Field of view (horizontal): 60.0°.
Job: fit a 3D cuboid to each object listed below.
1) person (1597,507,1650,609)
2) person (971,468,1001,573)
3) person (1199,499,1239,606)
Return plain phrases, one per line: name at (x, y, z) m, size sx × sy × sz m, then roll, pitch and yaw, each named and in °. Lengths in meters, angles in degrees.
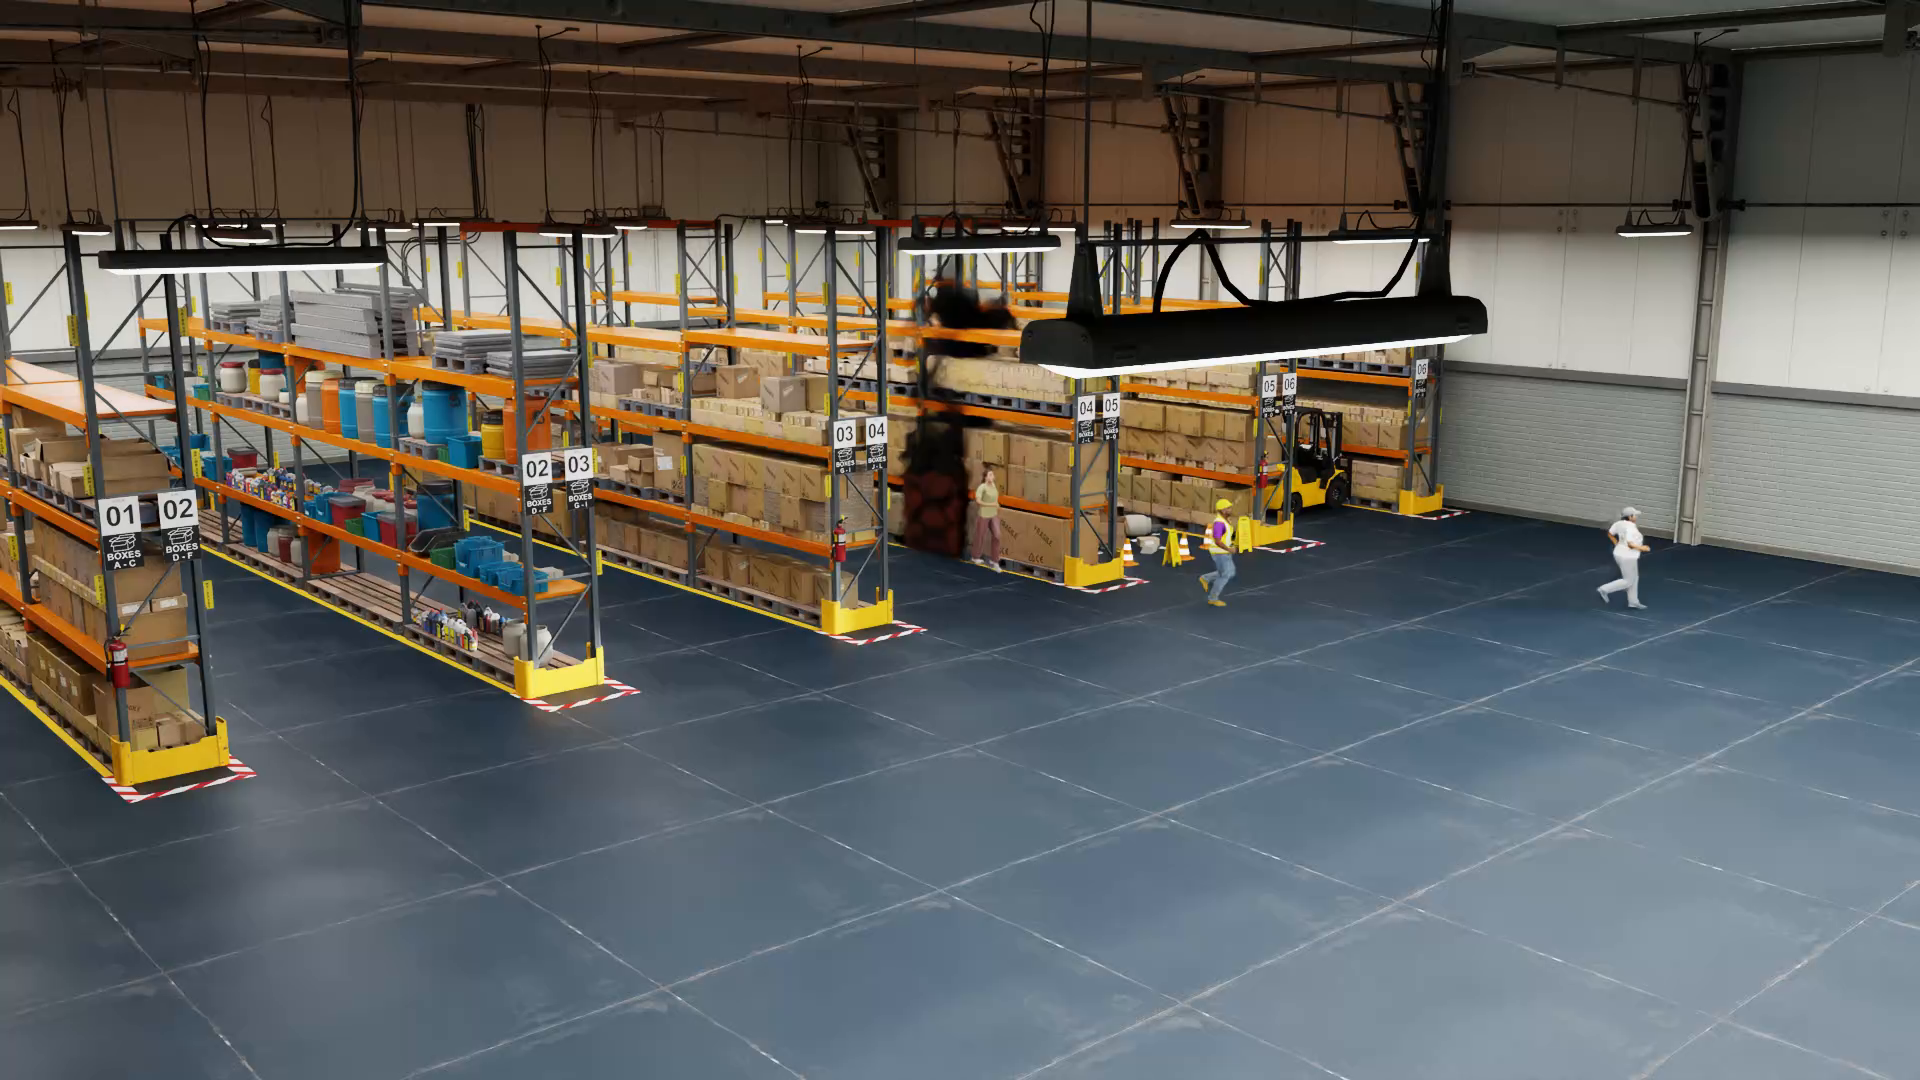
person at (10.502, 0.294, 26.276) m, size 0.849 × 1.659 × 0.607 m, roll 0°, pitch 11°, yaw 0°
person at (0.476, -0.336, 28.005) m, size 0.597 × 1.784 × 0.690 m, roll -10°, pitch 15°, yaw -42°
person at (4.158, 0.191, 26.614) m, size 0.654 × 1.729 × 0.722 m, roll 3°, pitch 12°, yaw 15°
